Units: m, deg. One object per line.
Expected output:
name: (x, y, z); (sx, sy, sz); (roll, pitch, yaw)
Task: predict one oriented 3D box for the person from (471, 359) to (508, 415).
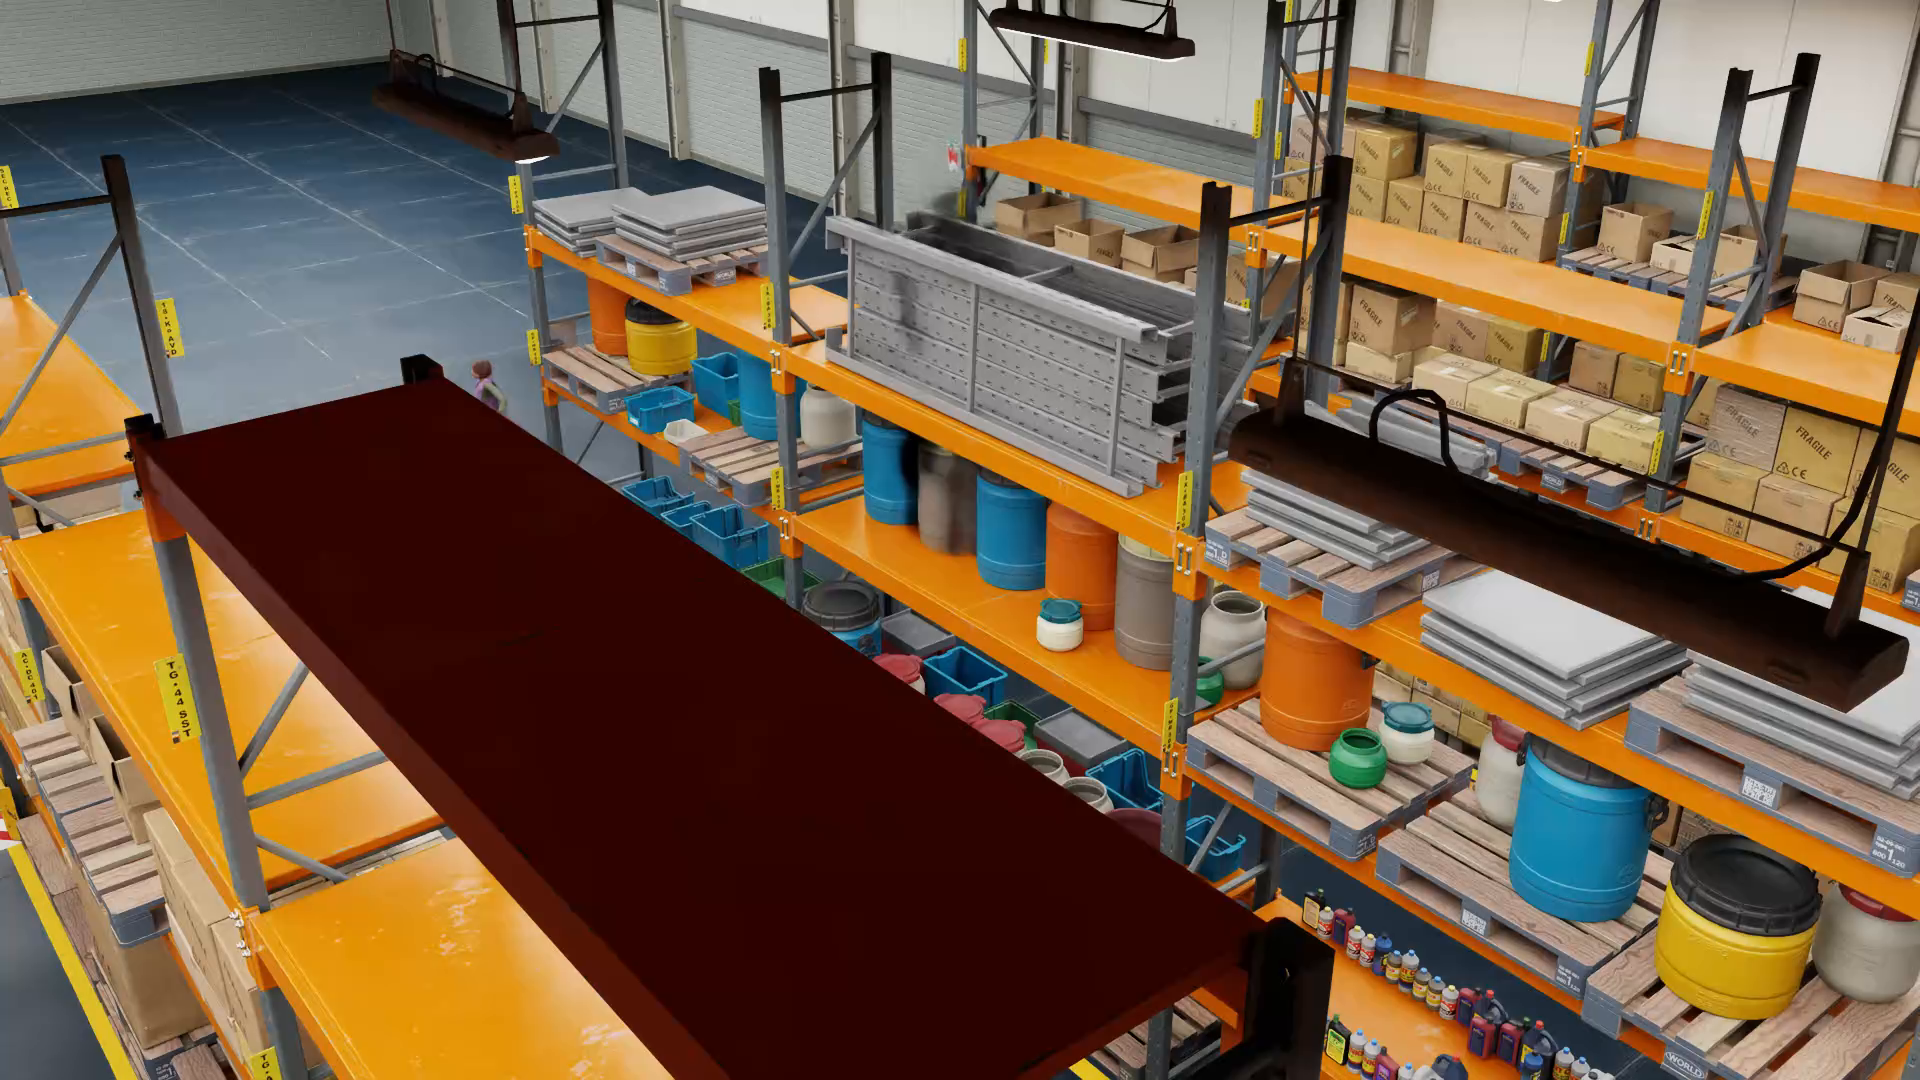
person: (-5.413, -1.306, 19.161); (0.678, 1.601, 0.532); (-4, 26, -9)
